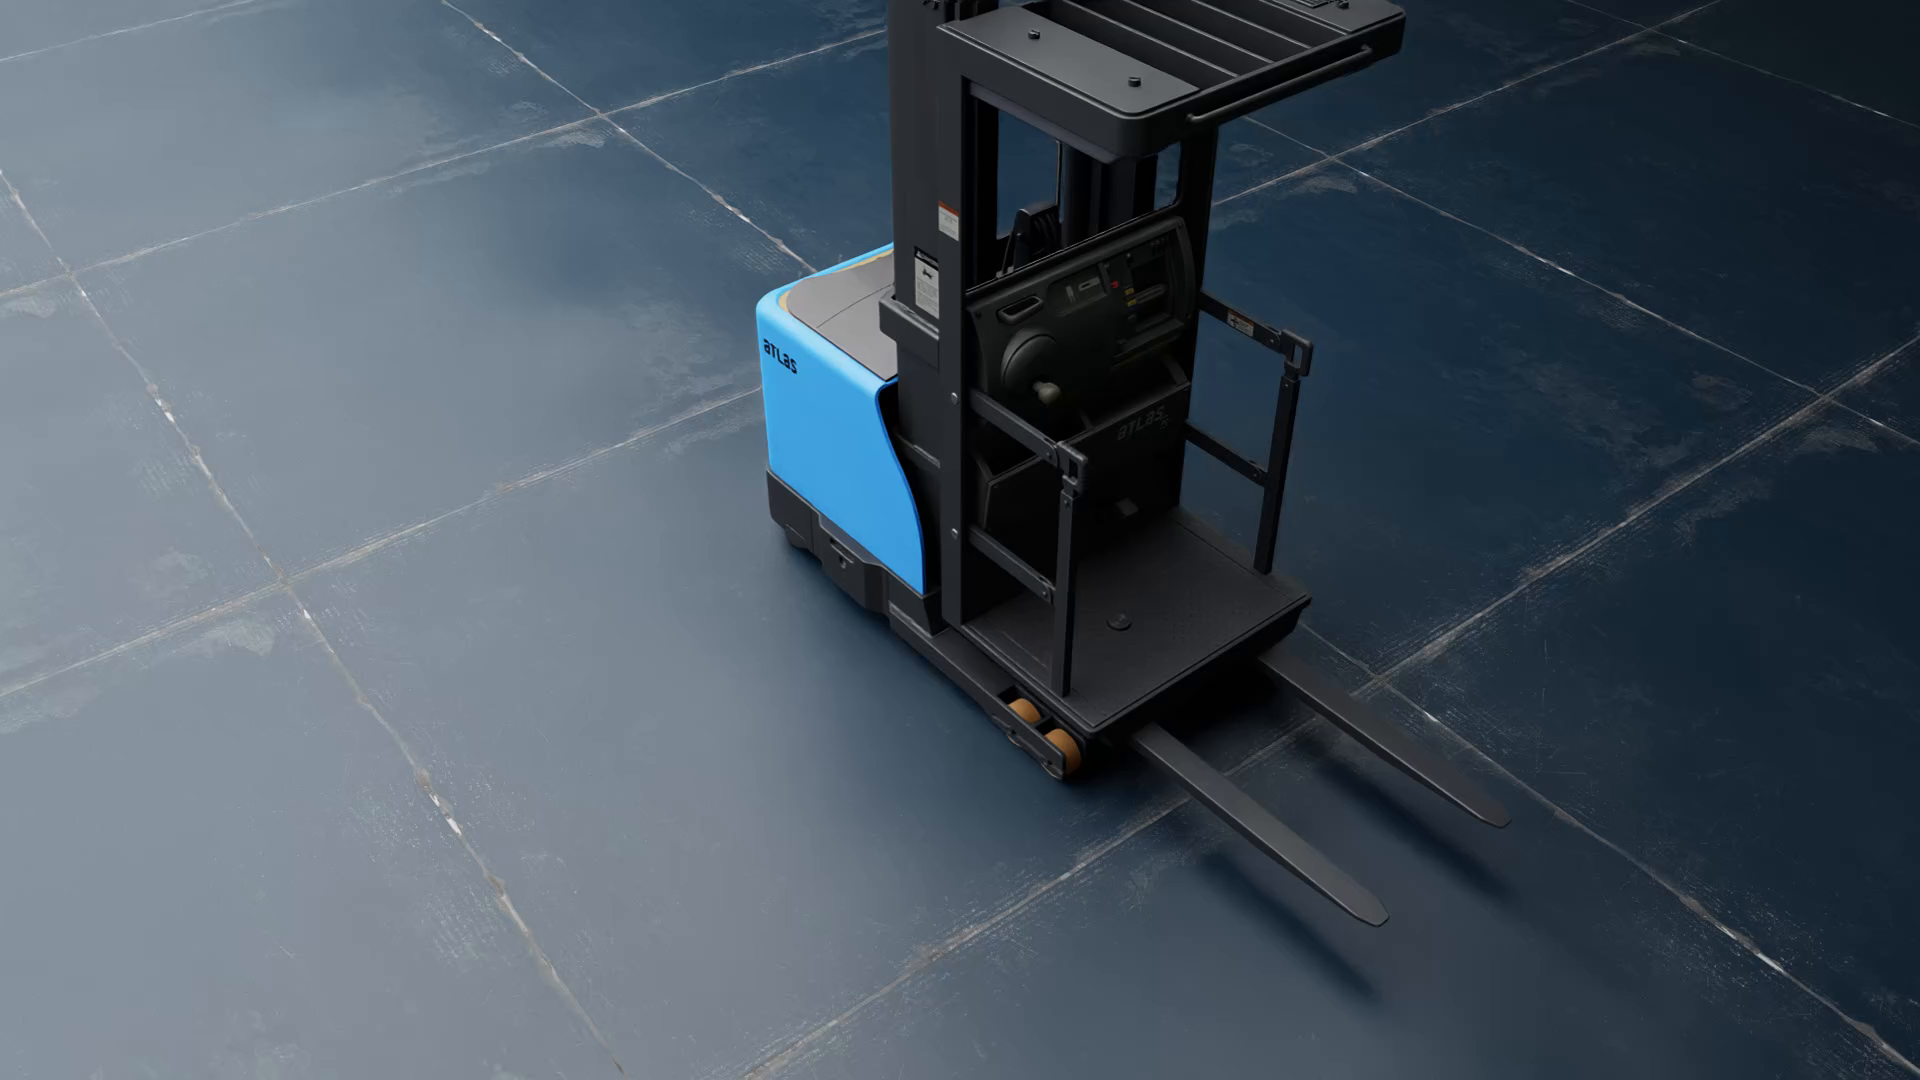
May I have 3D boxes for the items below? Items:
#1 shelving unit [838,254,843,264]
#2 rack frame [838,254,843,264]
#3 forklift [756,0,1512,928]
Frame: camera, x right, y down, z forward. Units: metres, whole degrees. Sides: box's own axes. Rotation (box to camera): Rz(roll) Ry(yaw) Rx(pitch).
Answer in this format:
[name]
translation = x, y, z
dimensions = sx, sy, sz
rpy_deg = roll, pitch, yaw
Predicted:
[shelving unit]
translation = -0.488, -0.712, 6.909
dimensions = 0.205, 0.900, 0.258
rpy_deg = -29, 47, -30
[rack frame]
translation = -0.412, -0.753, 6.959
dimensions = 0.006, 0.900, 0.240
rpy_deg = -29, 47, -30
[forklift]
translation = 0.549, -0.651, 5.283
dimensions = 1.129, 2.867, 3.031
rpy_deg = -28, 47, -29
